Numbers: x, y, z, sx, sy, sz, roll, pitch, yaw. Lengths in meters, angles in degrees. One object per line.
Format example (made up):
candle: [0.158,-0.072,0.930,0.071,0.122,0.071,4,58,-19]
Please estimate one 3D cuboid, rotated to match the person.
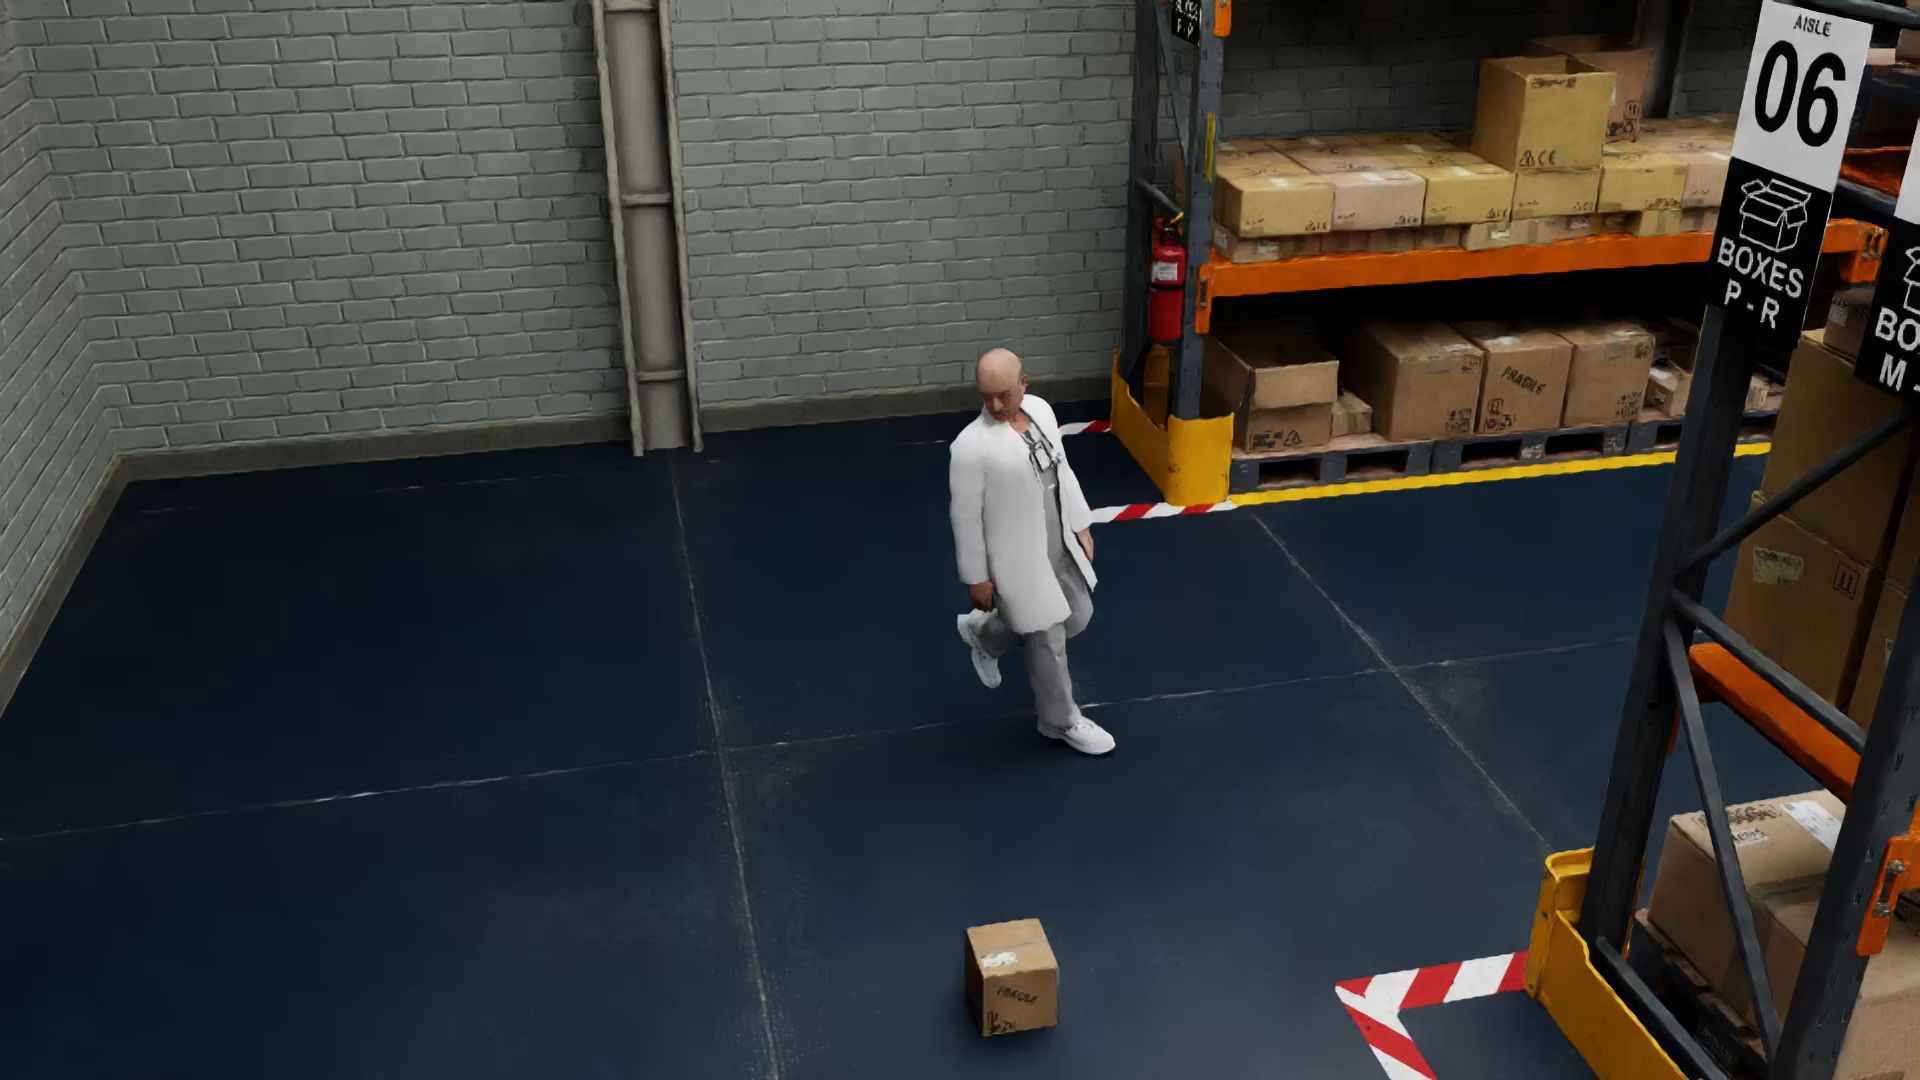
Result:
person: [0.244,0.052,6.554,0.777,1.739,0.646,18,31,31]
